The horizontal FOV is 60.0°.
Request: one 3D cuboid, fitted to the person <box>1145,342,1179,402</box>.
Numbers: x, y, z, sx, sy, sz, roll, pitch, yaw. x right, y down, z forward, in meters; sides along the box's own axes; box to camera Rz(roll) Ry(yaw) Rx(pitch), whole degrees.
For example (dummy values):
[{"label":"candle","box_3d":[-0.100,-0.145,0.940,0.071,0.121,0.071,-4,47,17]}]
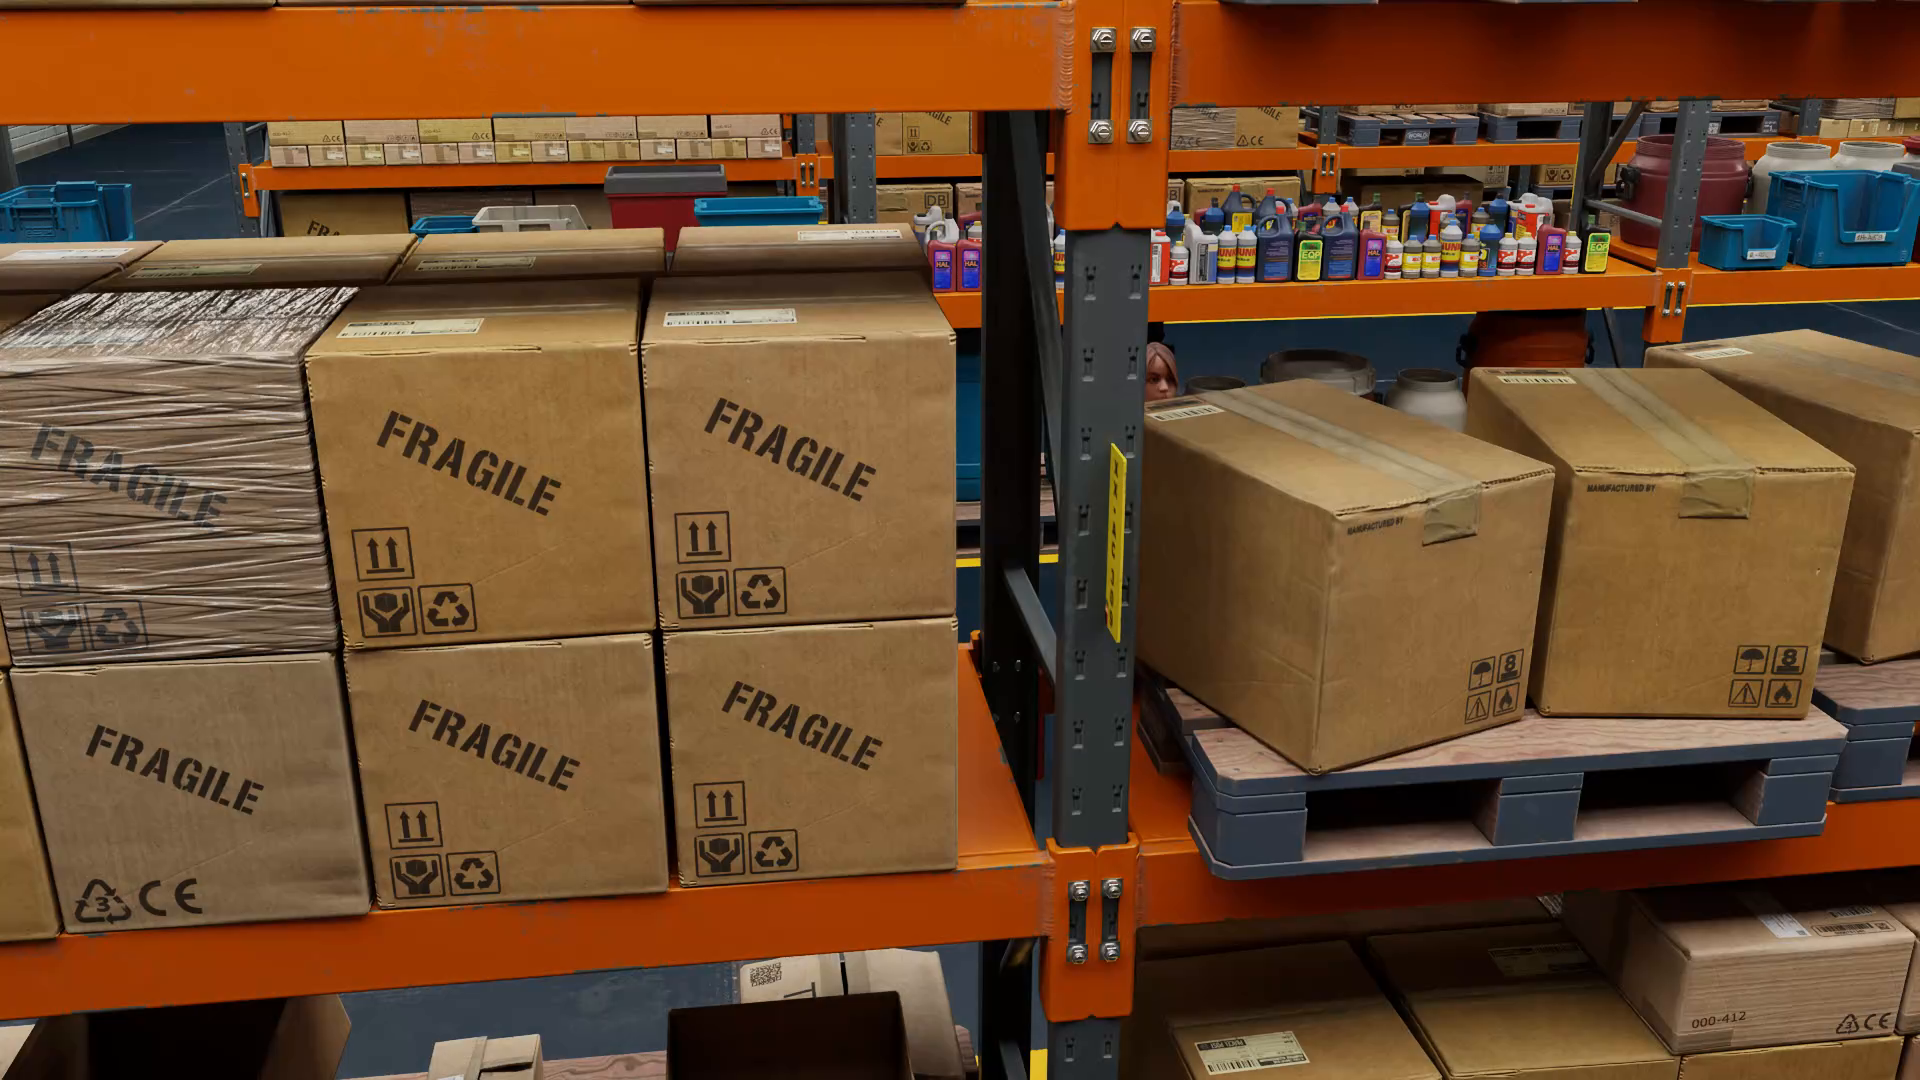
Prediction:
[{"label":"person","box_3d":[0.660,0.128,5.752,0.406,1.588,0.497,-3,20,-7]}]
